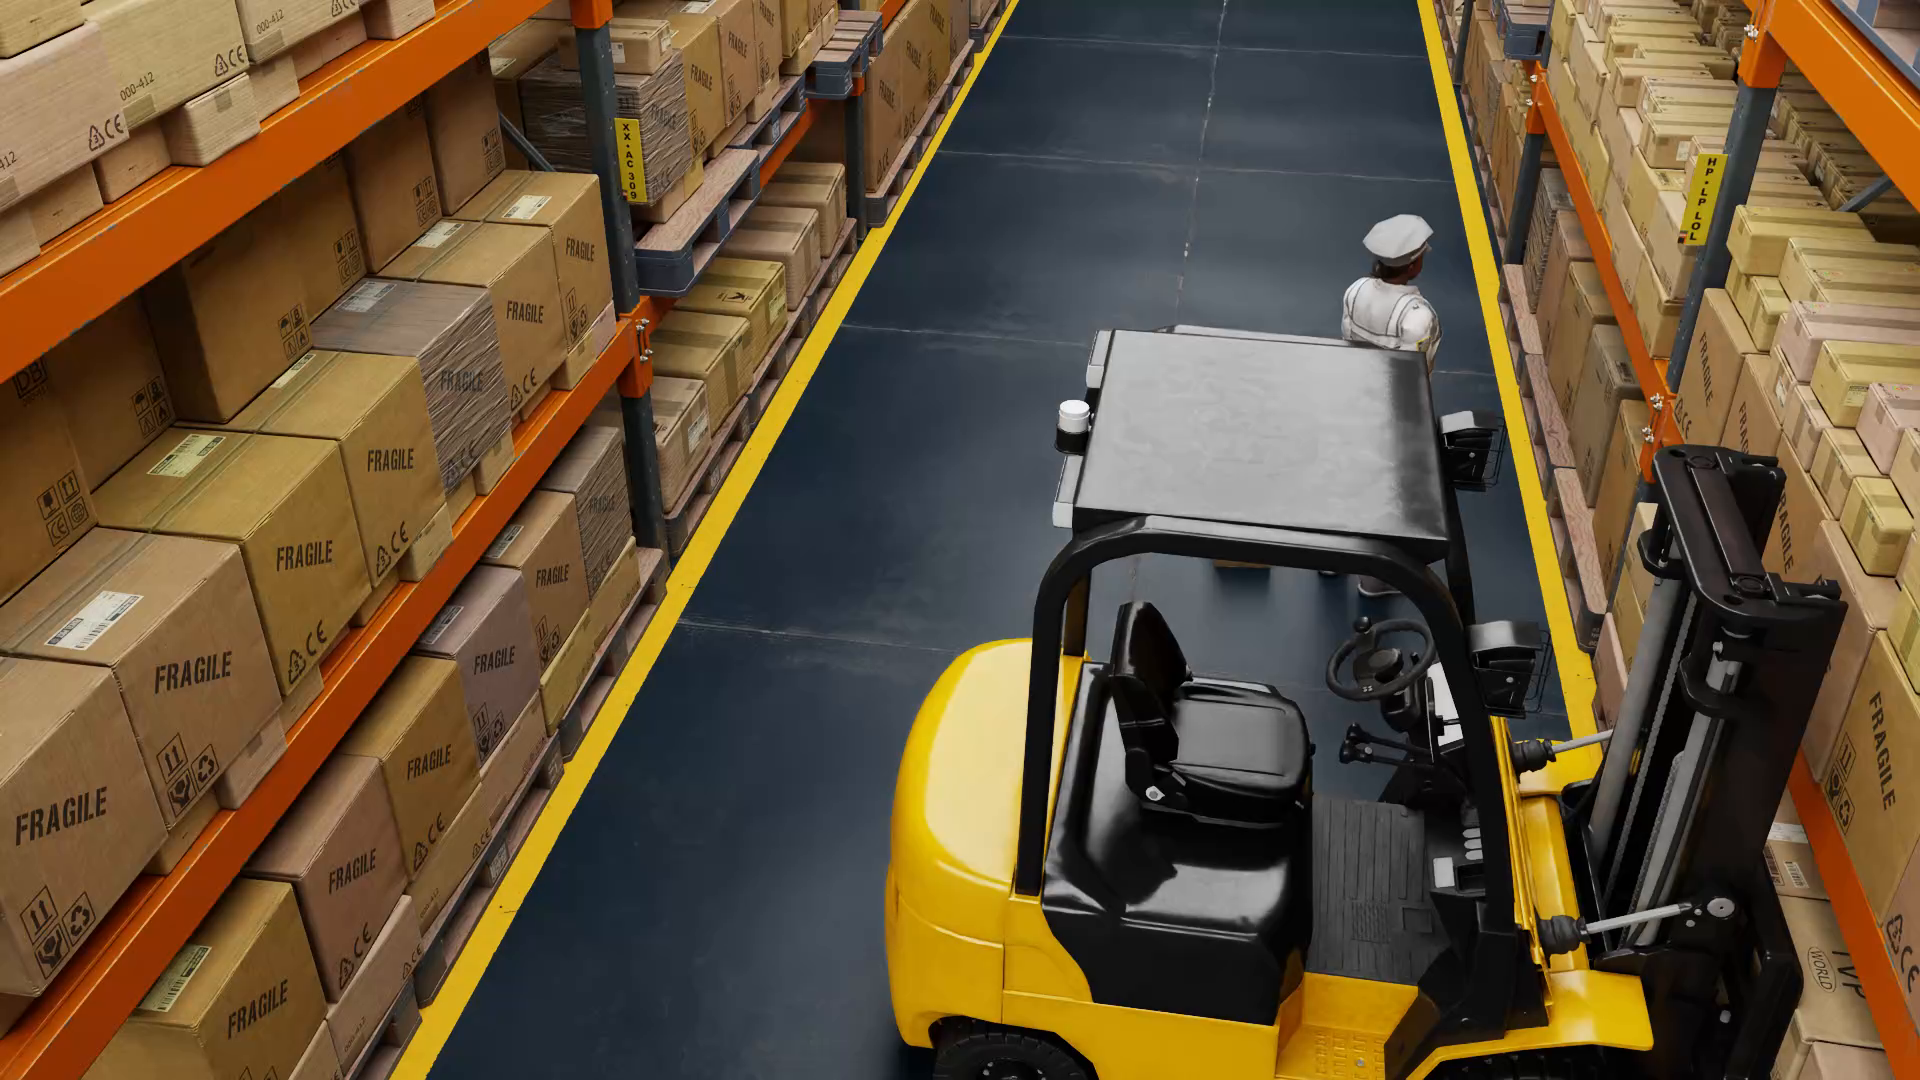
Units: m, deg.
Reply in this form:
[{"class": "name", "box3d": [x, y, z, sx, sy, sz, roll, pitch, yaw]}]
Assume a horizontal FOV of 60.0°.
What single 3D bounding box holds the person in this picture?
[{"class": "person", "box3d": [1.777, -0.545, 6.965, 0.361, 1.693, 0.435, -22, 38, -30]}]
